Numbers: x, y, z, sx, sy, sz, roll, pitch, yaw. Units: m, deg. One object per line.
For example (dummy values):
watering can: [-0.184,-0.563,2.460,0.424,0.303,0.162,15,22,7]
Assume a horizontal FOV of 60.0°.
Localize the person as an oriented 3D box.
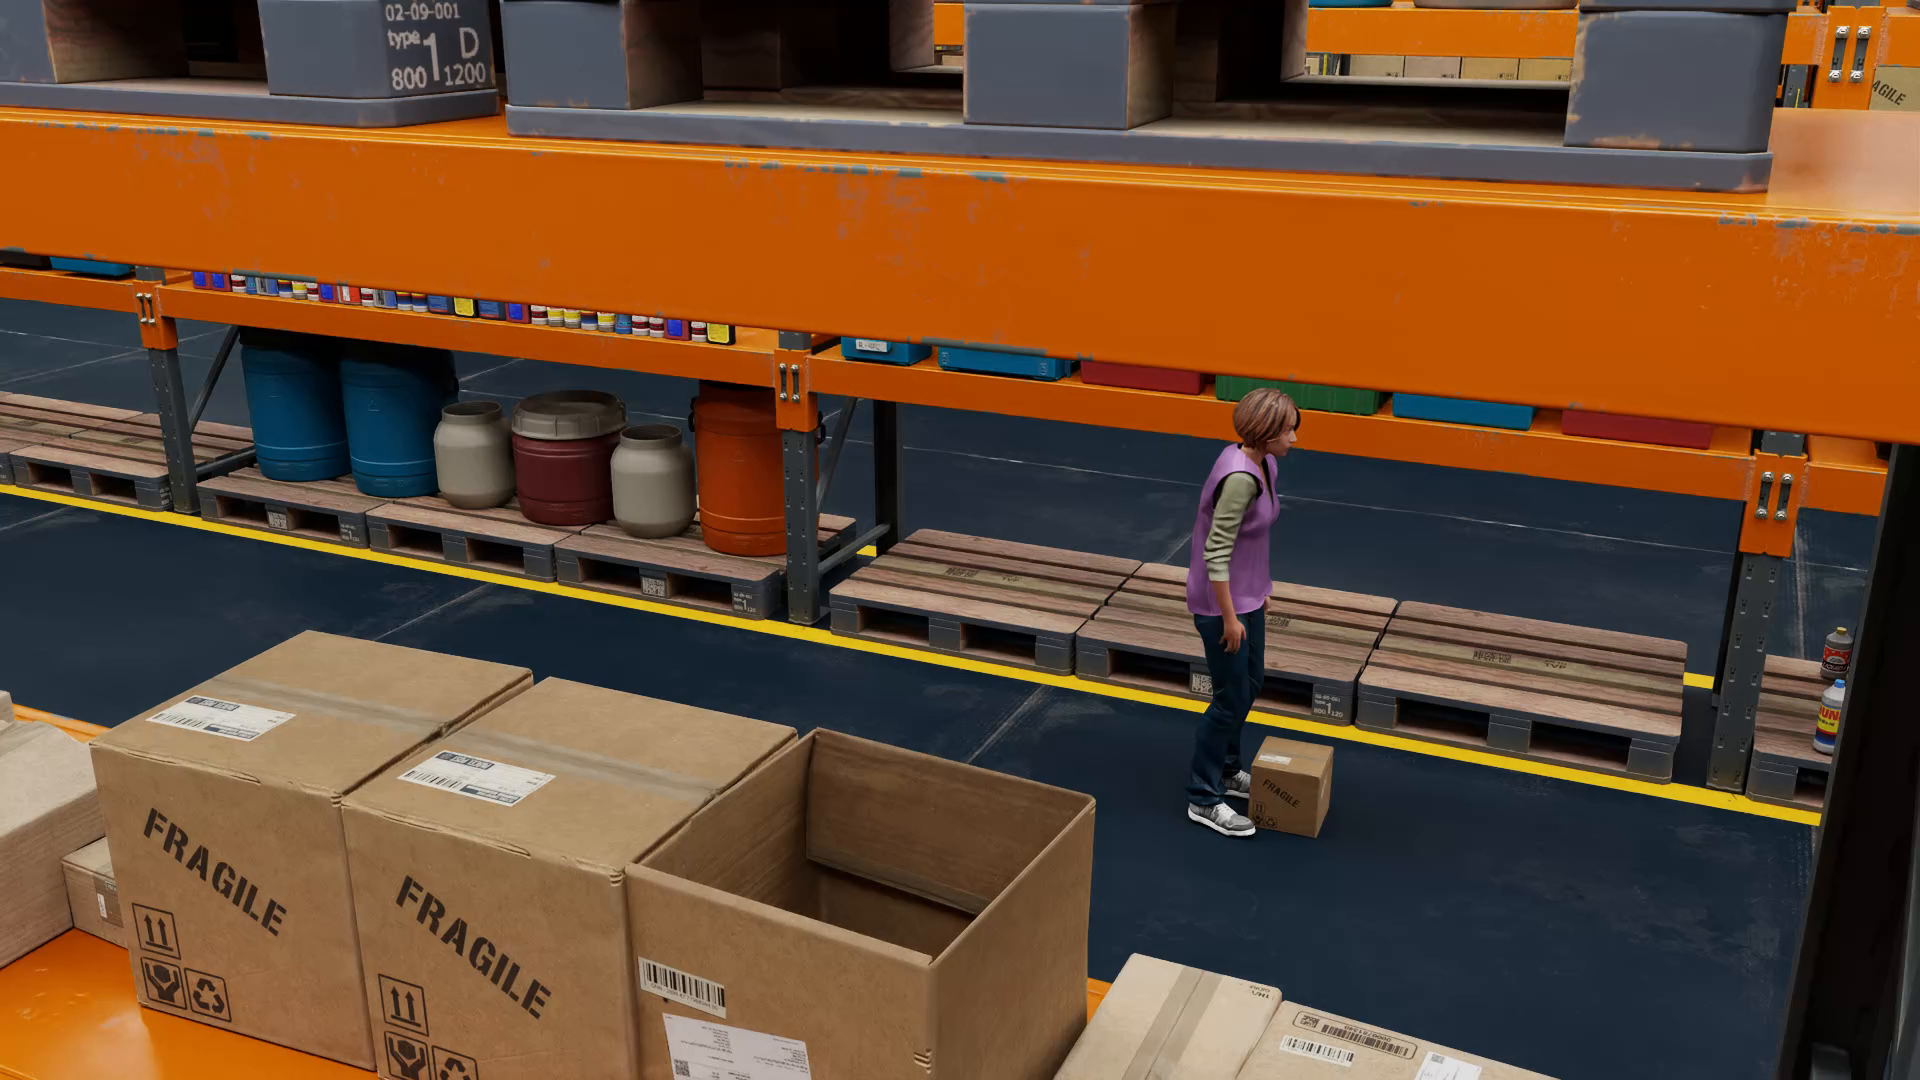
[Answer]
person: [0.985,0.234,5.915,0.344,1.593,0.463,9,21,23]
